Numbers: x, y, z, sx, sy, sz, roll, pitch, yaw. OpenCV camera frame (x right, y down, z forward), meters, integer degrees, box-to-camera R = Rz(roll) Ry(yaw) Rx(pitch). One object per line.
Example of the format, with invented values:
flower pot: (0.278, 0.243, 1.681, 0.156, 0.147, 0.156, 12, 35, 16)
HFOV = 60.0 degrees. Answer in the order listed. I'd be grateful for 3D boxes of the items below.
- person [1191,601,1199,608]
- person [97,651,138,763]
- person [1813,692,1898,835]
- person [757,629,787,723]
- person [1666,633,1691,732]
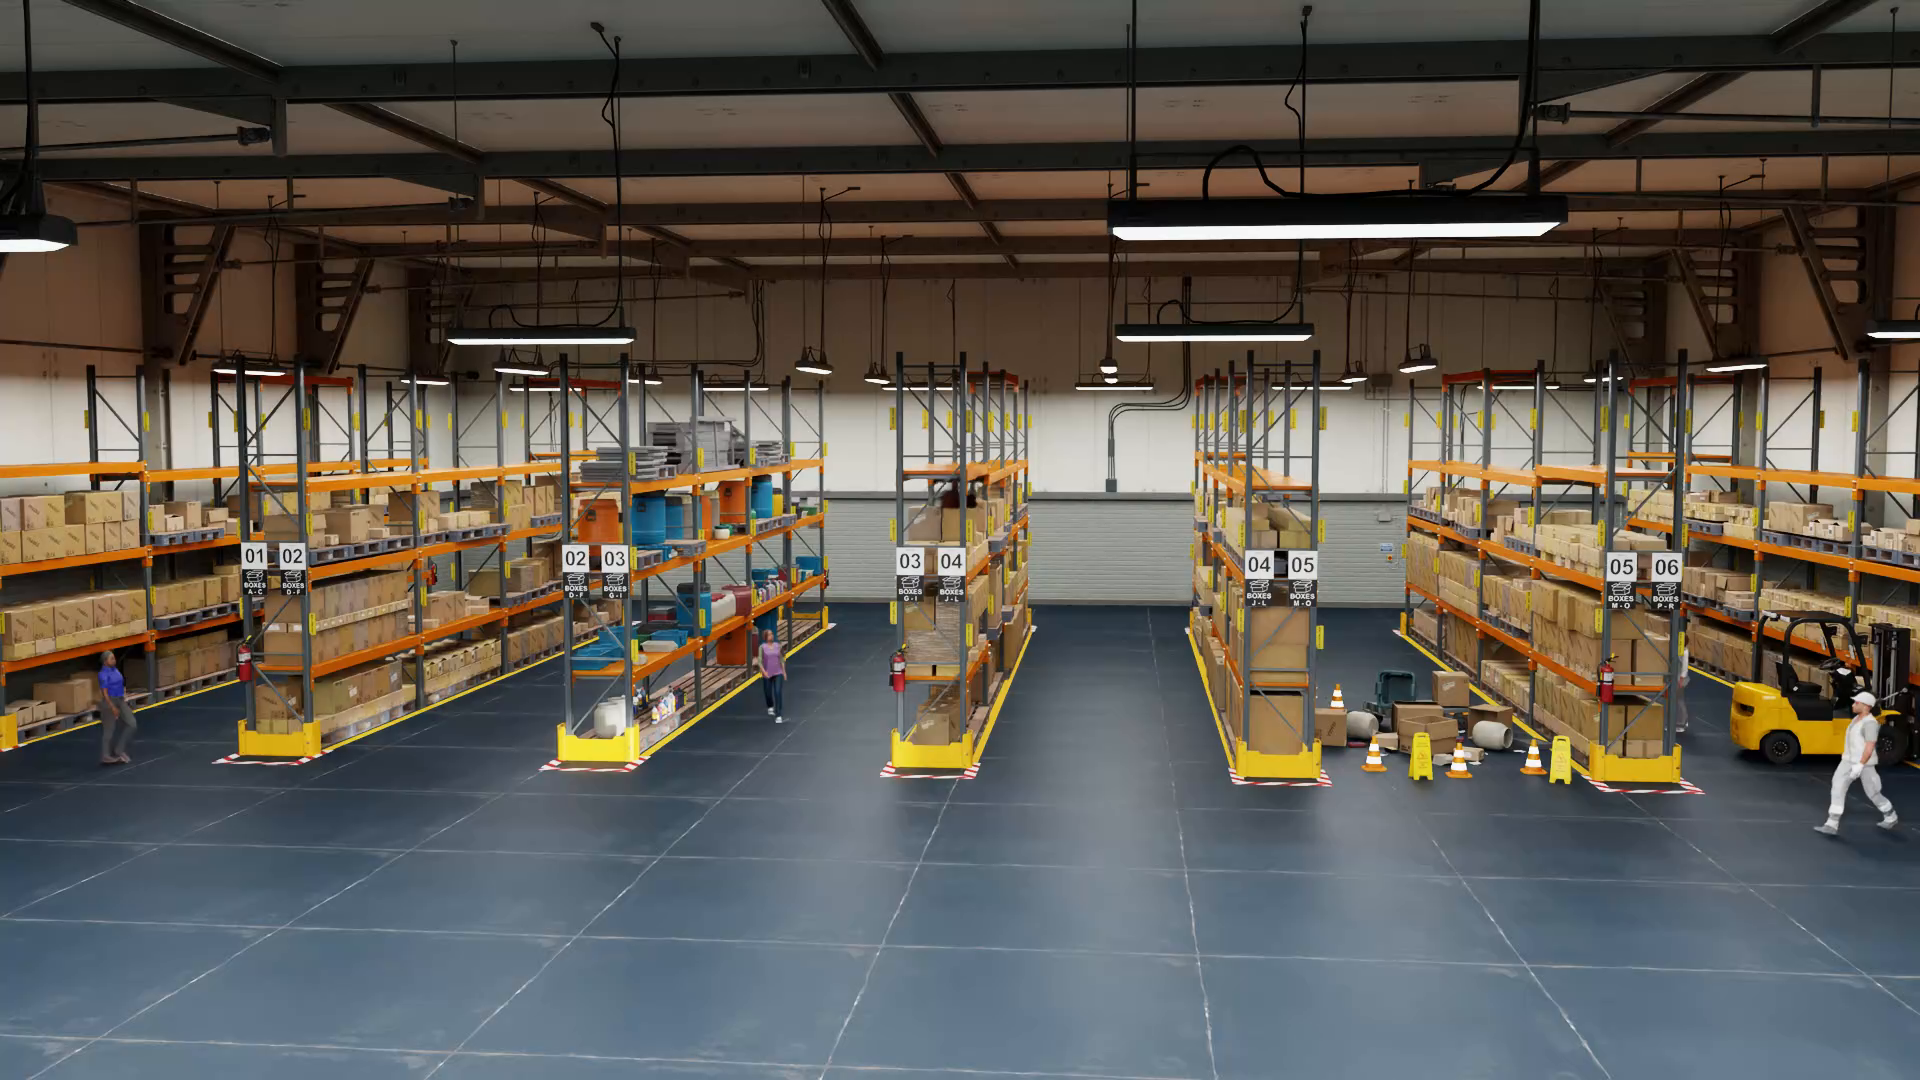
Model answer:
person: (6.429, 1.114, 43.188, 0.757, 1.623, 0.487, 3, 5, 40)
person: (-12.357, 2.454, 24.289, 0.495, 1.680, 0.450, 1, 4, 16)
person: (10.882, 2.703, 20.091, 1.096, 1.743, 0.491, -2, 4, -25)
person: (-3.138, 2.253, 27.799, 0.482, 1.536, 0.839, 0, 4, -5)
person: (11.610, 2.305, 26.877, 0.346, 1.627, 0.469, 2, 5, 26)
